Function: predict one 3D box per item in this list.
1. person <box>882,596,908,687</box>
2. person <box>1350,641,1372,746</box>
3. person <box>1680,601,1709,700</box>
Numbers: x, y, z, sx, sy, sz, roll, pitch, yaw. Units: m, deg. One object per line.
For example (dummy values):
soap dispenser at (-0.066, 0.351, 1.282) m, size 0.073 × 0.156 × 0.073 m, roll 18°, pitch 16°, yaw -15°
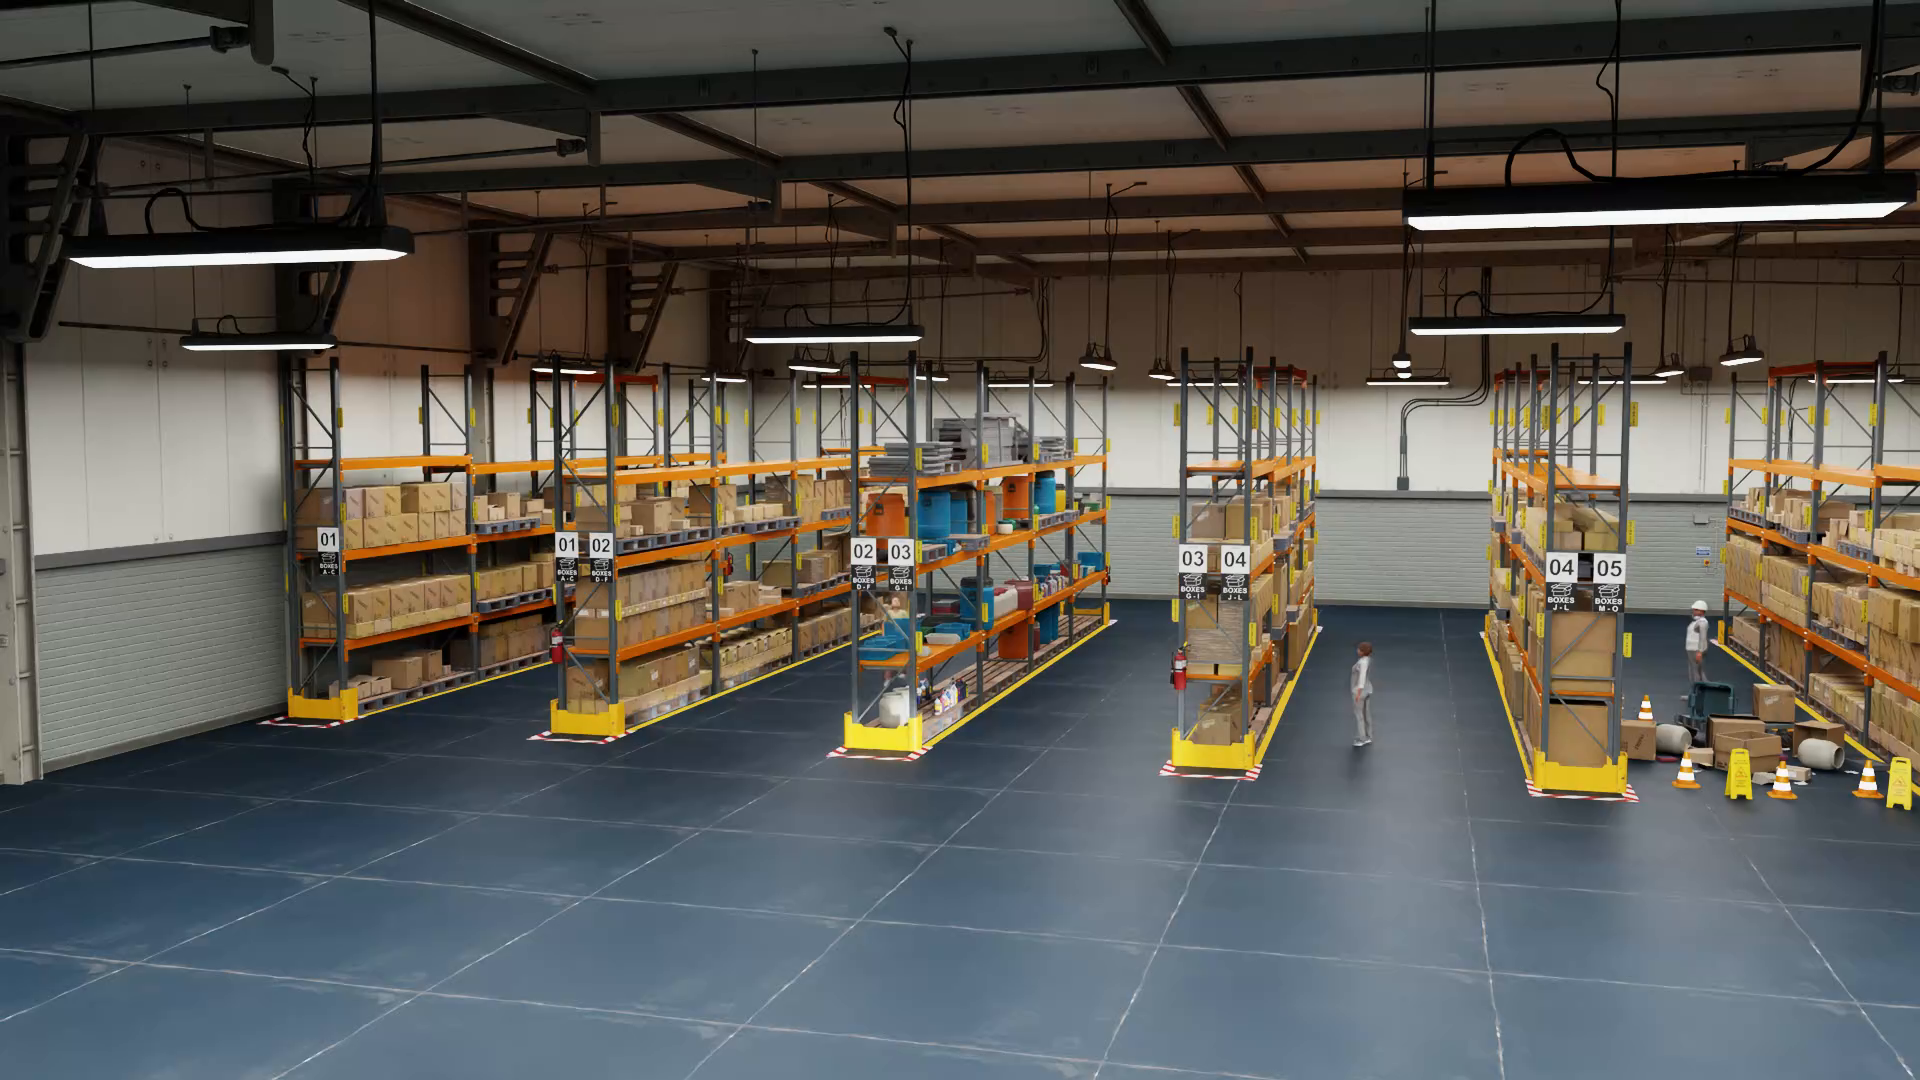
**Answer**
person at (-1.219, 1.897, 31.362) m, size 0.578 × 1.654 × 0.932 m, roll 1°, pitch 4°, yaw 17°
person at (6.138, 2.342, 25.436) m, size 0.314 × 1.600 × 0.430 m, roll 2°, pitch 5°, yaw 28°
person at (13.071, 1.960, 29.484) m, size 0.429 × 1.776 × 0.563 m, roll 3°, pitch 5°, yaw 38°
